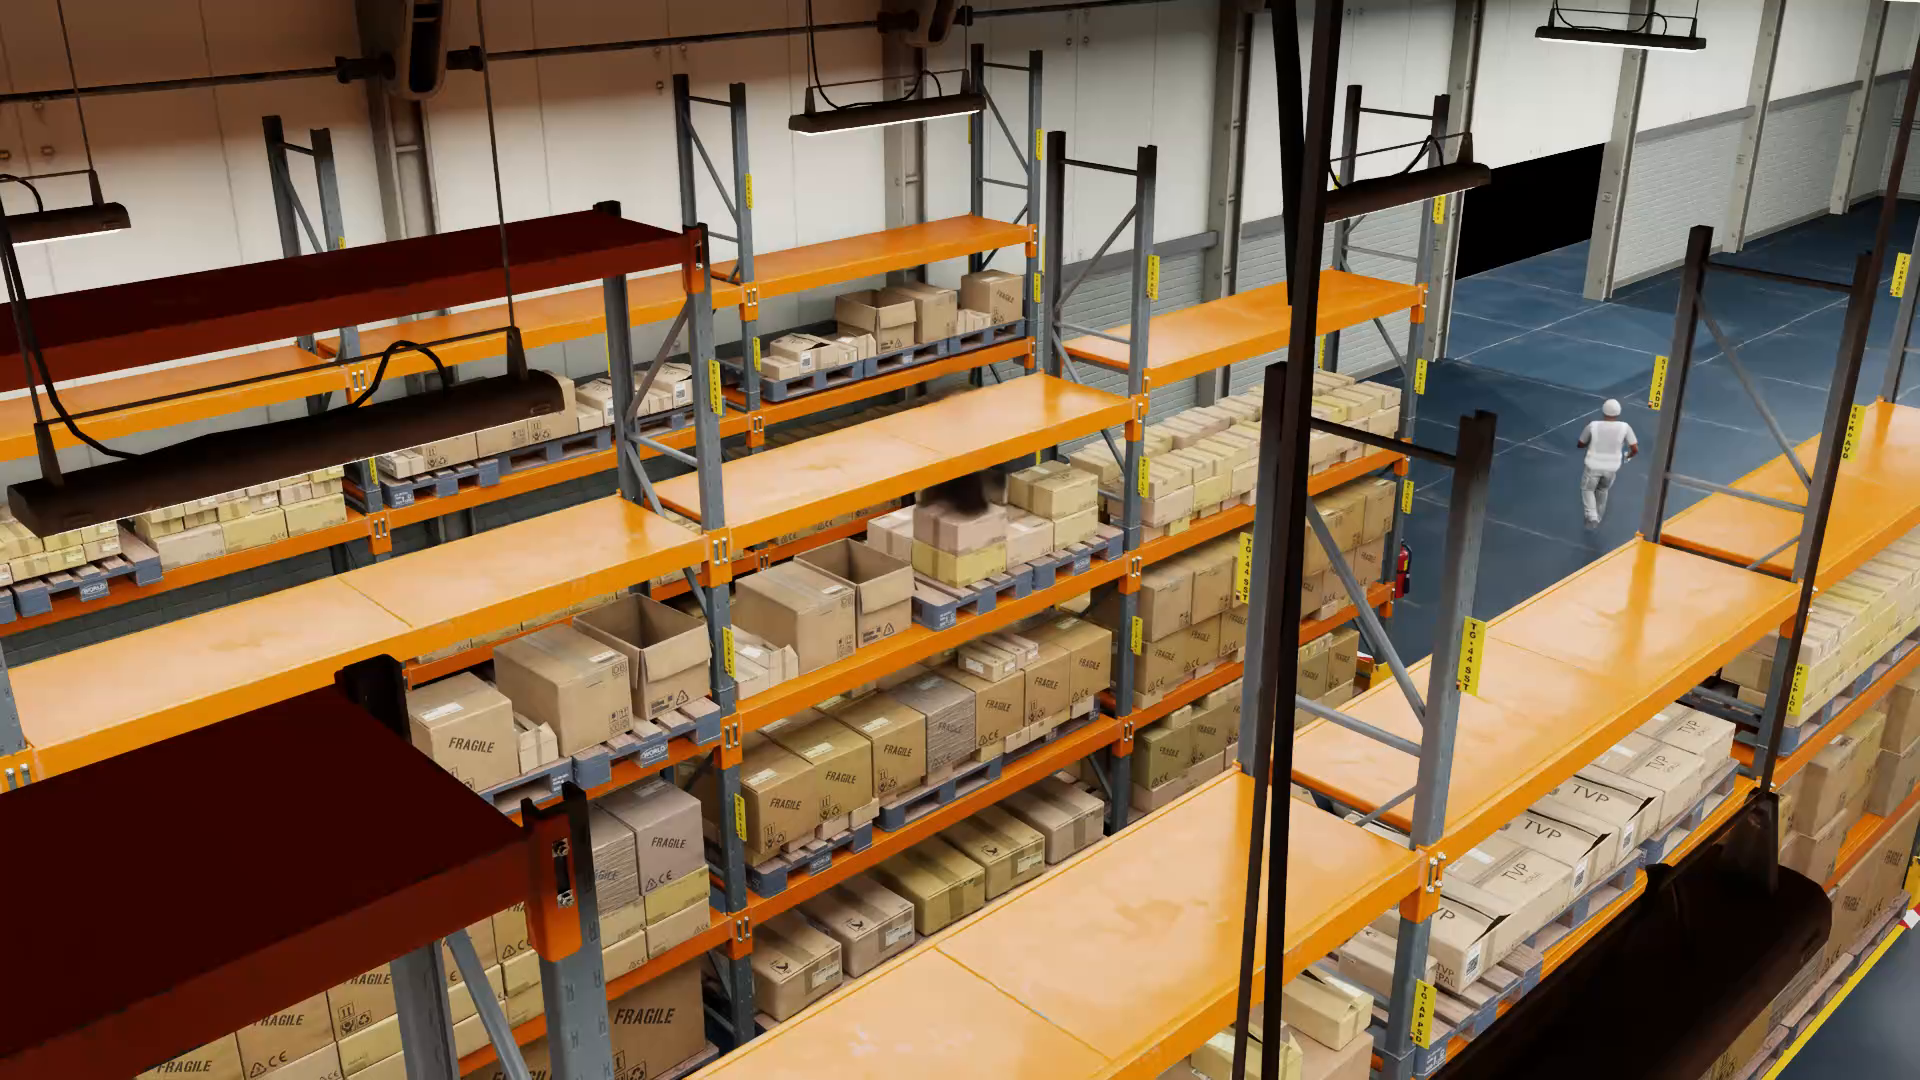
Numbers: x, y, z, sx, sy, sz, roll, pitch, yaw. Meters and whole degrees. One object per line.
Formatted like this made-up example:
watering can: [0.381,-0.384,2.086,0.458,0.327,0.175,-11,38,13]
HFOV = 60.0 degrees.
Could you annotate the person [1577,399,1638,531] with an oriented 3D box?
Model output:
person: [8.036,-0.922,20.790,0.698,1.757,0.886,4,23,11]
